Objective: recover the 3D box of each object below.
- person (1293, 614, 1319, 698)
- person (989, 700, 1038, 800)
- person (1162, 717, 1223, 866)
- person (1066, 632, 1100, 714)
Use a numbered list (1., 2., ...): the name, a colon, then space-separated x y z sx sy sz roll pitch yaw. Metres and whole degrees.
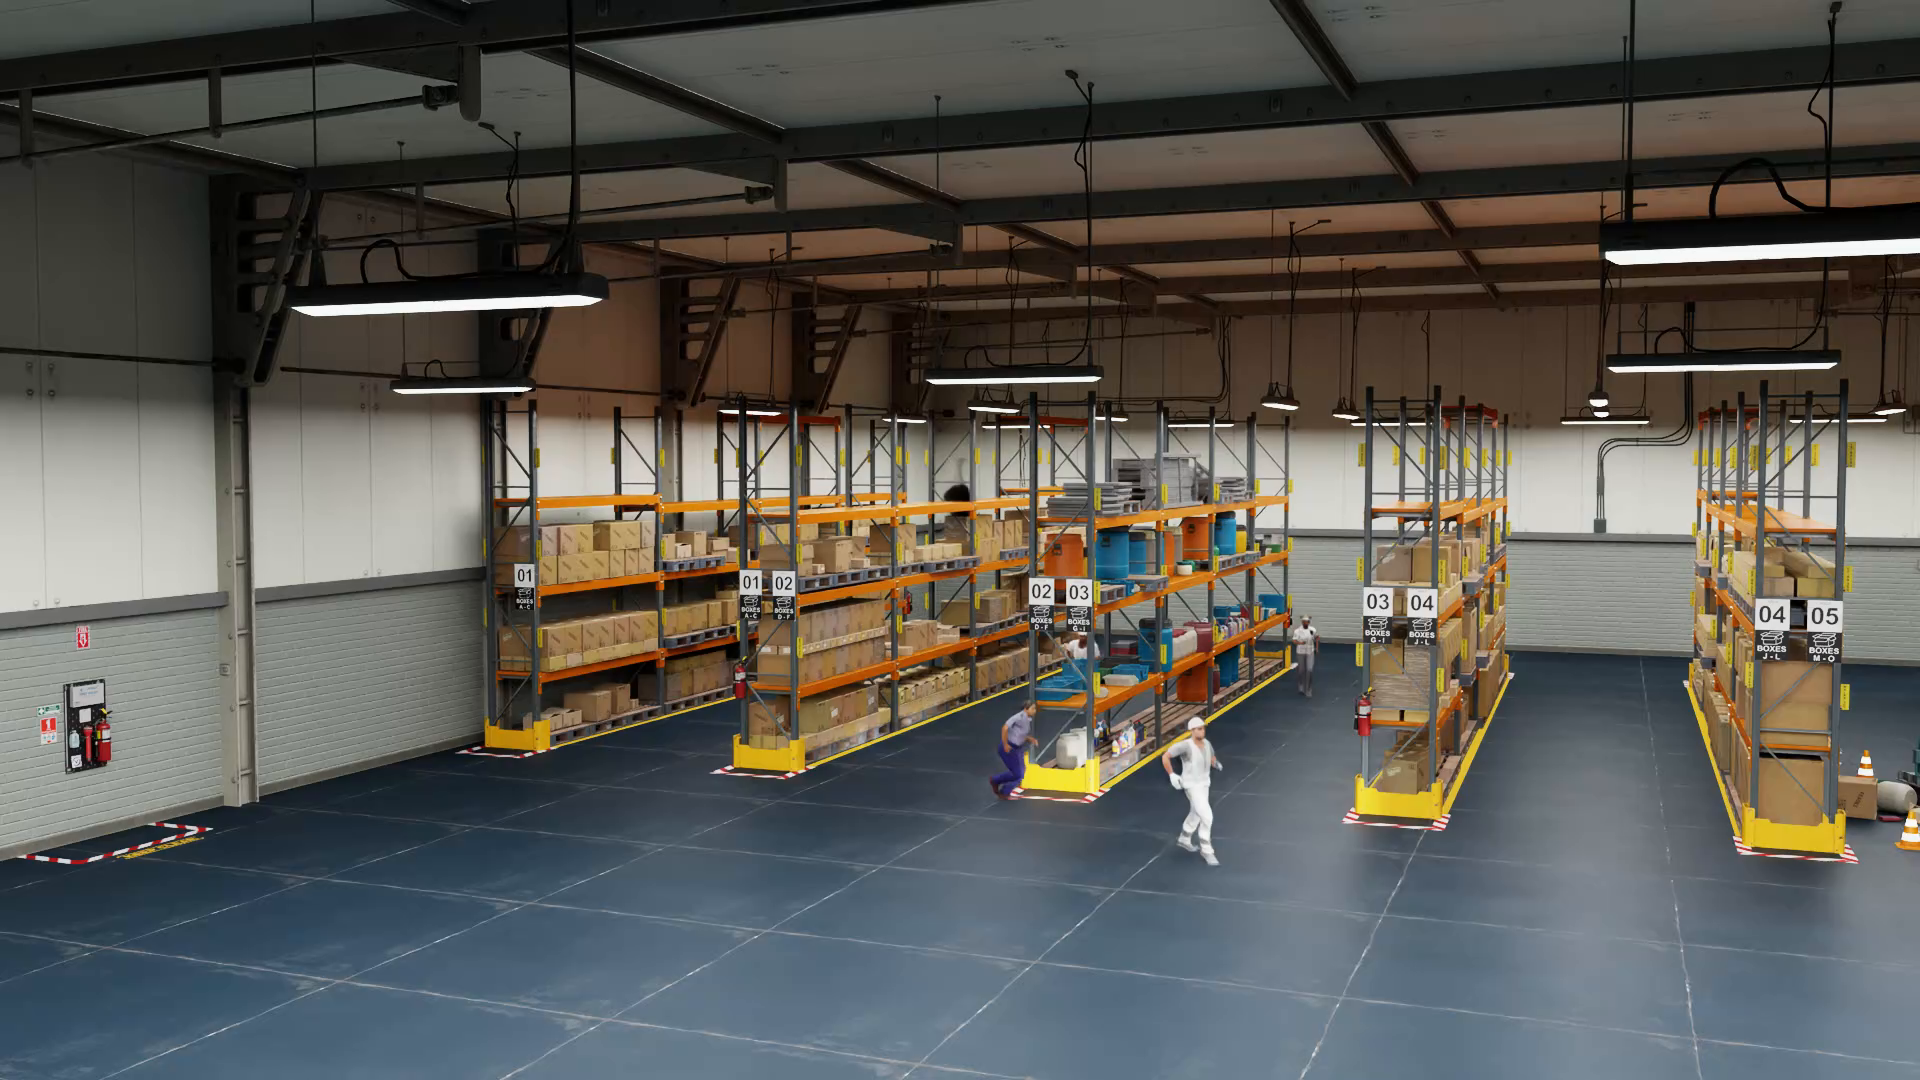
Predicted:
1. person: 7.287 2.432 35.039 0.562 1.745 0.847 0 3 8
2. person: 0.764 3.071 24.225 0.732 1.499 0.605 1 3 21
3. person: 2.894 3.102 20.621 0.754 1.840 0.727 -3 4 -43
4. person: 2.390 2.565 32.420 0.668 1.687 0.713 0 3 4
